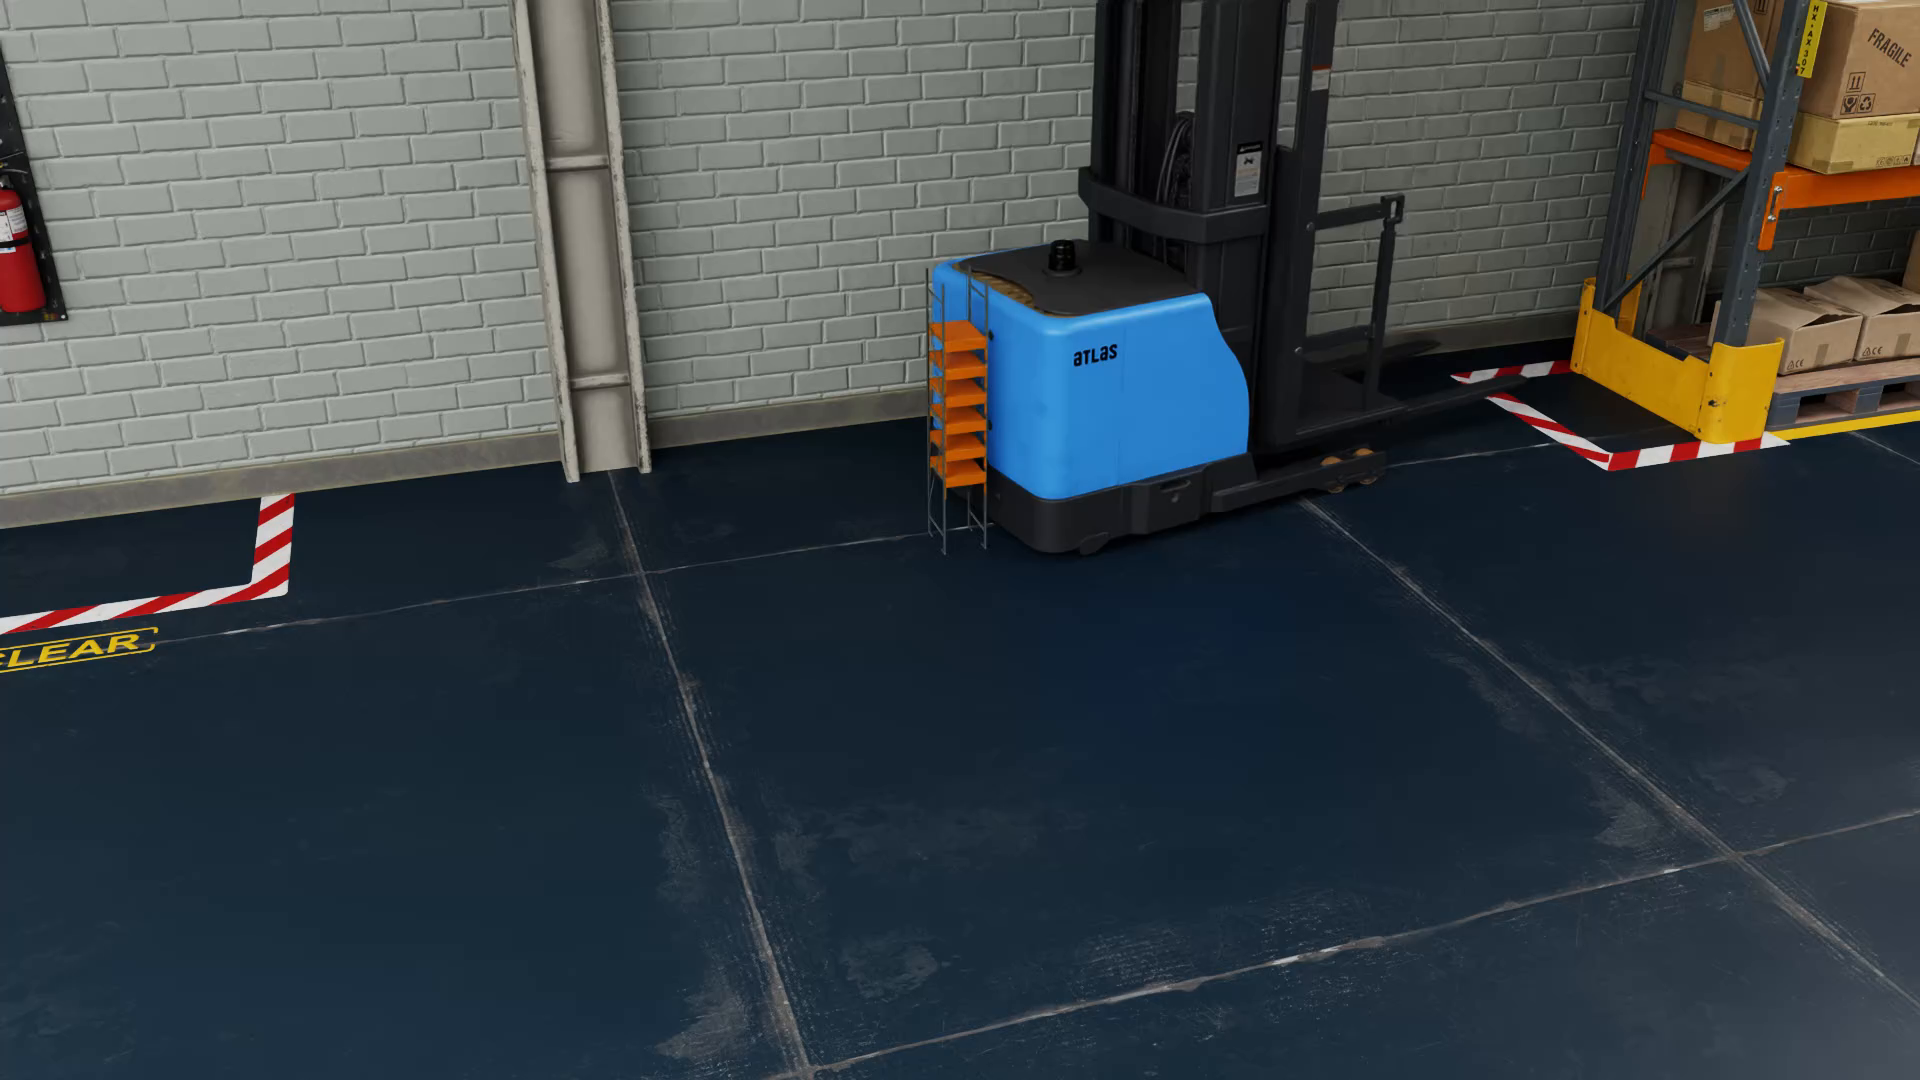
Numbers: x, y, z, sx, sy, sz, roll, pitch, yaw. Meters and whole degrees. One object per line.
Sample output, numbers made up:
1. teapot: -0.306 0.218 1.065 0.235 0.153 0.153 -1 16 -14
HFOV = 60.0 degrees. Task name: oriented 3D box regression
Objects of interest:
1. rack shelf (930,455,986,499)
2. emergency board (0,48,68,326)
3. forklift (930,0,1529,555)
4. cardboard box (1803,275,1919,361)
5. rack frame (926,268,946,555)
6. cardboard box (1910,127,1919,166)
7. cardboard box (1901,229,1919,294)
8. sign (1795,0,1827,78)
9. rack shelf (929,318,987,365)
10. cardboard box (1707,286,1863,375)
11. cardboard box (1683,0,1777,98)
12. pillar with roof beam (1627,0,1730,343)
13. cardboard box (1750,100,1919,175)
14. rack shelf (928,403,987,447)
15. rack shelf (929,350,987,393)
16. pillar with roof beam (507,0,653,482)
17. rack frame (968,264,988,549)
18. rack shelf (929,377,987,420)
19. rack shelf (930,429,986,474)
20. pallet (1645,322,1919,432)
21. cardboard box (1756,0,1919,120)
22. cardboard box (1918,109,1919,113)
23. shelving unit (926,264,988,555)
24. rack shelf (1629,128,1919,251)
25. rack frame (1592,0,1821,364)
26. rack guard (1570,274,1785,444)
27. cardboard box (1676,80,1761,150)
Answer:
1. rack shelf: -0.014 -0.281 7.106 0.180 0.103 0.258 -8 28 -16
2. emergency board: -4.058 -1.381 6.658 0.643 1.169 0.194 -8 28 -16
3. forklift: 1.396 -1.716 7.410 3.031 2.935 1.130 -15 30 -27
4. cardboard box: 4.838 -1.197 8.818 0.500 0.311 0.500 -6 27 -12
5. rack frame: -0.101 -0.523 6.954 0.006 1.200 0.240 -8 28 -16
6. cardboard box: 4.662 -2.021 8.094 0.500 0.250 0.500 -9 28 -18
7. cardboard box: 5.551 -1.362 8.937 0.500 0.500 0.700 -10 28 -19
8. sign: 3.779 -2.227 7.390 0.005 0.325 0.100 -8 28 -16
9. rack shelf: -0.014 -0.818 6.839 0.180 0.103 0.258 -8 28 -16
10. cardboard box: 4.296 -1.119 8.660 0.500 0.311 0.500 -12 29 -22
11. cardboard box: 3.993 -2.501 8.218 0.500 0.500 0.500 -9 28 -17
12. pillar with roof beam: 5.341 -3.398 3.975 0.400 9.000 9.100 -8 28 -16
13. cardboard box: 4.173 -1.944 7.938 0.500 0.250 0.500 -9 28 -18
14. rack shelf: -0.014 -0.496 6.999 0.180 0.103 0.258 -8 28 -16
15. rack shelf: -0.014 -0.711 6.892 0.180 0.103 0.258 -8 28 -16
16. pillar with roof beam: -0.364 -2.572 2.310 0.400 9.000 9.100 -8 28 -16
17. rack frame: 0.073 -0.548 7.005 0.006 1.200 0.240 -8 28 -16
18. rack shelf: -0.014 -0.603 6.946 0.180 0.103 0.258 -8 28 -16
19. rack shelf: -0.014 -0.388 7.052 0.180 0.103 0.258 -8 28 -16
20. pallet: 4.466 -0.927 8.881 1.213 0.211 1.003 -8 28 -16
21. cardboard box: 4.157 -2.285 7.783 0.500 0.500 0.500 -8 28 -16
22. cardboard box: 4.630 -2.349 7.911 0.500 0.500 0.500 -8 28 -16
23. shelving unit: -0.014 -0.535 6.979 0.189 1.200 0.258 -8 28 -16
24. rack shelf: 5.512 -2.022 8.759 4.000 0.370 1.077 -8 28 -16
25. rack frame: 3.610 -2.069 8.044 0.127 3.000 1.000 -8 28 -16
26. rack guard: 3.683 -0.960 8.621 0.348 0.500 1.175 -8 28 -16
27. cardboard box: 3.995 -2.157 8.368 0.500 0.250 0.500 -8 27 -15
